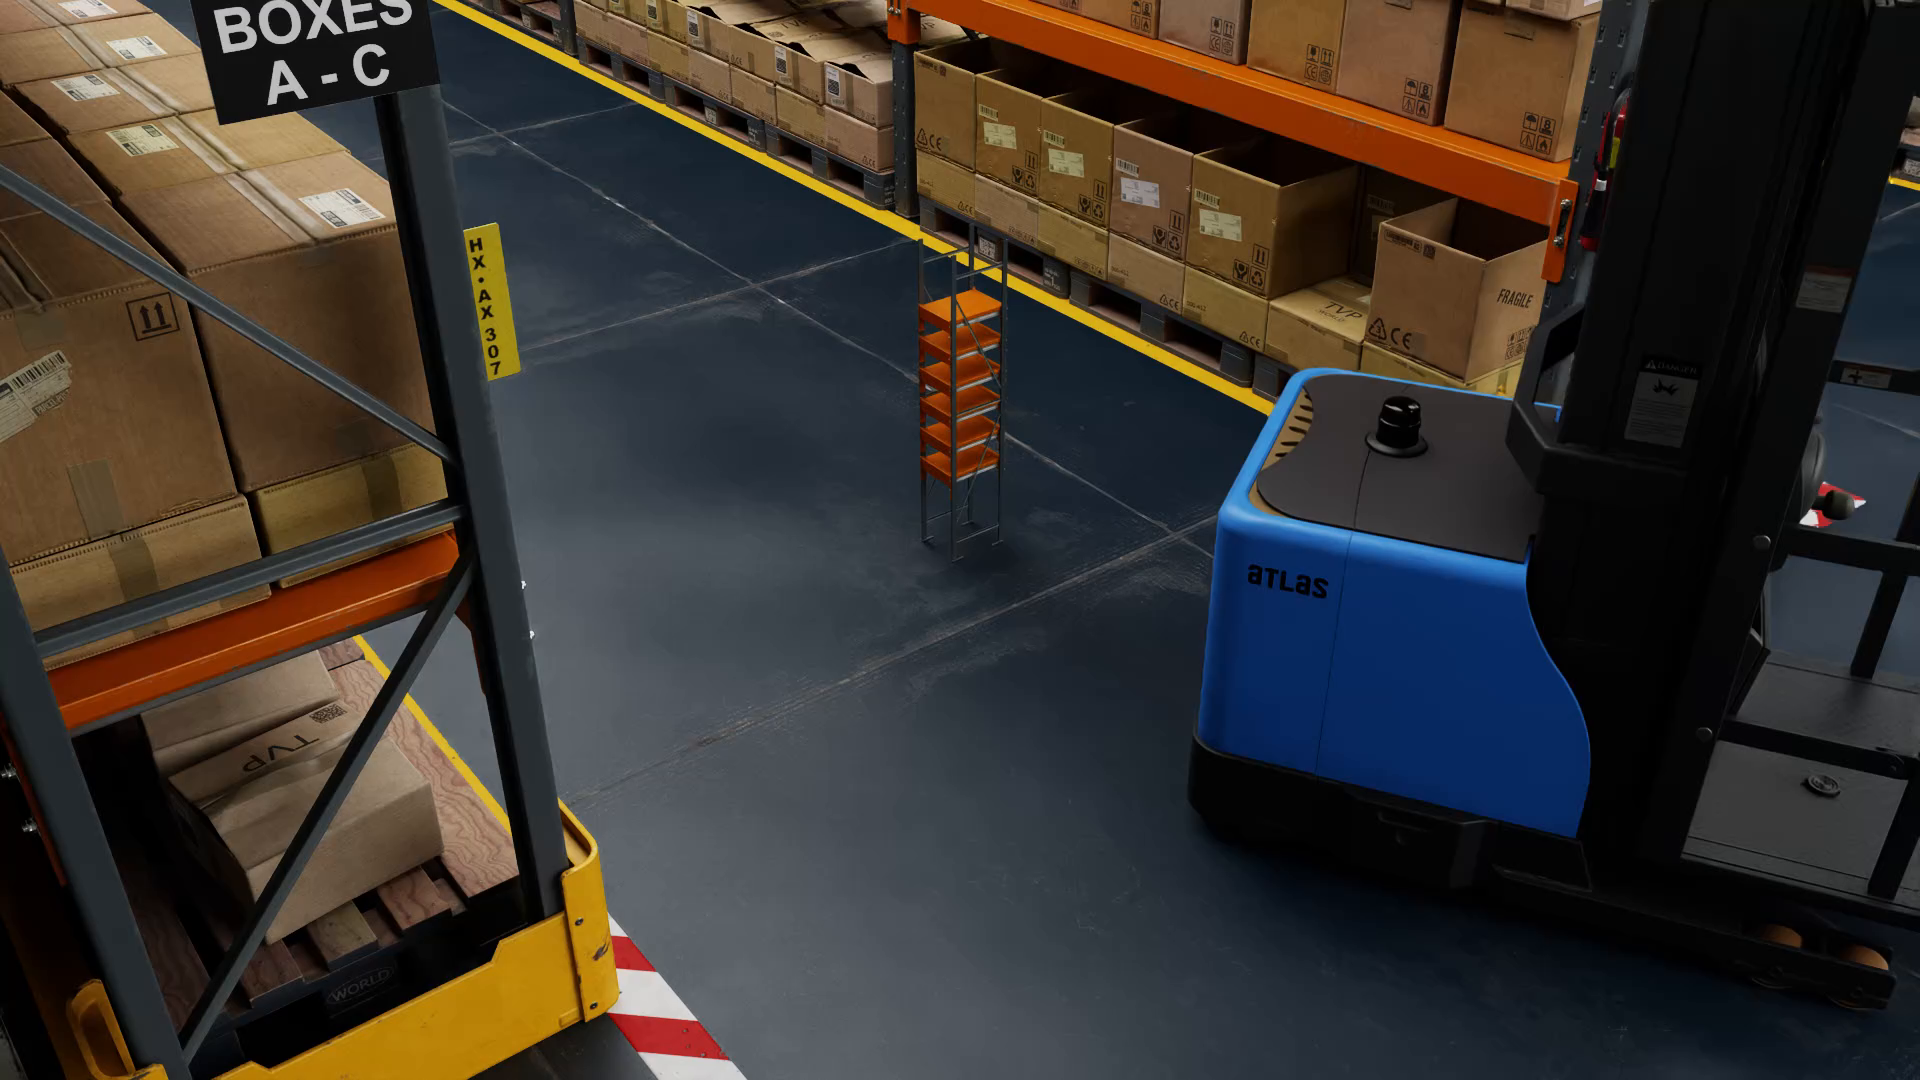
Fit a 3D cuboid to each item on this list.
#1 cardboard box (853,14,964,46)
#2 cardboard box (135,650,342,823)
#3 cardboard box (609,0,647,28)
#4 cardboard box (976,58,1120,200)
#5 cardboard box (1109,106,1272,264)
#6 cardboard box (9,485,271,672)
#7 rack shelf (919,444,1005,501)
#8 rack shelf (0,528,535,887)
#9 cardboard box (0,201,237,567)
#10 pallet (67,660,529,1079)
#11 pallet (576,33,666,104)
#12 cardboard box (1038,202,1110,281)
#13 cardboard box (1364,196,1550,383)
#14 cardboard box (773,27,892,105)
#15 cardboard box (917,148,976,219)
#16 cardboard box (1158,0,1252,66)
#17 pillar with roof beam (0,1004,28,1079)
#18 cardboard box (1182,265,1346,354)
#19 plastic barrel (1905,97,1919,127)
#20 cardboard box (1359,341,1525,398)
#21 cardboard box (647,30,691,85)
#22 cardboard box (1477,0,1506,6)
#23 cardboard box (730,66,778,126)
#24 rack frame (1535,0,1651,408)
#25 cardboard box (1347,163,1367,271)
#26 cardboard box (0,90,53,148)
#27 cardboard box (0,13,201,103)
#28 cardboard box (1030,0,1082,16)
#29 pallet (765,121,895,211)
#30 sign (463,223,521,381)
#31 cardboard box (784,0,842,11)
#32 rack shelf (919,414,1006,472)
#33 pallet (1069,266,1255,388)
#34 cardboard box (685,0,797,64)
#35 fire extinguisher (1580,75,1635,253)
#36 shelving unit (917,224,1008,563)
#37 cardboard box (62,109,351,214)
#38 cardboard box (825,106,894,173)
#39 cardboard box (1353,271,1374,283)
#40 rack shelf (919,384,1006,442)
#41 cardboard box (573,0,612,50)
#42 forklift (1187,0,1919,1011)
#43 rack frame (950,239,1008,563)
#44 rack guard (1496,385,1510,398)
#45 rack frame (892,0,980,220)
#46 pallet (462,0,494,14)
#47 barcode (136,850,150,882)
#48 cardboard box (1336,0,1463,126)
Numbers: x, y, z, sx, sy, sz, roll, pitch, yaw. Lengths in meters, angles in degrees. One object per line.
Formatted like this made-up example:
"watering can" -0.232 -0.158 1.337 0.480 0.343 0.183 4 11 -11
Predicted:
"cardboard box" -0.284 -2.913 9.774 0.500 0.311 0.500 -23 38 -32
"cardboard box" -2.085 0.470 4.781 0.500 0.311 0.500 -19 37 -28
"cardboard box" -1.960 -3.588 10.860 0.500 0.311 0.500 -23 39 -33
"cardboard box" 0.425 -2.030 8.173 0.500 0.500 0.500 -22 38 -31
"cardboard box" 1.034 -1.611 7.499 0.500 0.500 0.500 -22 38 -31
"cardboard box" -1.822 -0.007 3.541 0.500 0.250 0.500 -22 38 -31
"rack shelf" 0.009 -0.262 6.074 0.258 0.103 0.180 -22 38 -31
"rack shelf" -2.609 -0.458 4.826 1.077 0.370 4.000 -22 38 -31
"cardboard box" -1.840 -0.321 3.336 0.500 0.500 0.500 -23 38 -32
"pallet" -1.899 0.873 4.645 1.003 0.211 1.213 -22 38 -31
"pallet" -1.904 -3.328 11.409 1.003 0.211 1.213 -22 38 -31
"cardboard box" 0.725 -1.500 8.031 0.500 0.250 0.500 -22 38 -31
"cardboard box" 1.964 -0.990 6.499 0.500 0.500 0.500 -22 38 -31
"cardboard box" -0.724 -2.741 9.496 0.500 0.311 0.500 -21 38 -30
"cardboard box" 0.120 -1.920 8.707 0.500 0.250 0.500 -22 38 -31
"cardboard box" 1.300 -2.420 7.208 0.700 0.500 0.500 -21 38 -30
"pillar with roof beam" 0.905 -3.883 3.973 9.100 9.000 0.400 -22 38 -31
"cardboard box" 1.342 -1.085 7.362 0.500 0.250 0.500 -22 38 -31
"plastic barrel" 5.672 -2.715 9.739 0.421 0.512 0.421 0 32 0
"cardboard box" 1.966 -0.673 6.698 0.500 0.250 0.500 -22 38 -31
"cardboard box" -1.656 -3.142 10.673 0.500 0.250 0.500 -23 39 -33
"cardboard box" 1.982 -2.059 6.012 0.380 0.149 0.250 -21 38 -30
"cardboard box" -1.031 -2.715 9.987 0.500 0.250 0.500 -21 38 -30
"rack frame" 2.528 -1.534 5.877 1.000 3.000 0.127 -22 38 -31
"cardboard box" 1.750 -1.571 7.433 0.500 0.500 0.500 -22 38 -31
"cardboard box" -2.461 -0.748 4.024 0.500 0.500 0.500 -23 39 -33
"cardboard box" -2.371 -1.128 4.635 0.500 0.500 0.500 -21 38 -30
"cardboard box" 0.681 -2.843 7.890 0.700 0.500 0.500 -23 38 -32
"pallet" -0.407 -2.311 9.771 1.003 0.211 1.213 -22 38 -31
"sign" -0.954 -0.473 3.349 0.100 0.325 0.005 -22 38 -31
"cardboard box" -0.925 -3.343 10.466 0.500 0.311 0.500 -21 38 -30
"rack shelf" 0.009 -0.364 6.010 0.258 0.103 0.180 -22 38 -31
"pallet" 1.282 -1.163 7.923 1.003 0.211 1.213 -22 38 -31
"cardboard box" -1.333 -3.160 10.172 0.500 0.311 0.500 -23 38 -32
"fire extinguisher" 2.234 -1.302 5.577 0.296 0.674 0.183 -22 38 -31
"shelving unit" 0.009 -0.504 5.924 0.258 1.200 0.189 -22 38 -31
"cardboard box" -1.733 -0.699 3.945 0.500 0.500 0.500 -22 38 -31
"cardboard box" -0.408 -2.291 9.303 0.500 0.250 0.500 -23 38 -32
"cardboard box" 2.065 -1.047 7.301 0.500 0.250 0.500 -22 38 -31
"rack shelf" 0.009 -0.466 5.947 0.258 0.103 0.180 -22 38 -31
"cardboard box" -2.288 -3.566 11.356 0.500 0.250 0.500 -22 38 -32
"forklift" 2.237 -0.351 4.037 3.031 2.935 1.130 12 34 19
"rack frame" 0.065 -0.466 5.862 0.240 1.200 0.006 -22 38 -31
"rack guard" 2.543 -0.462 6.521 1.175 0.500 0.348 -22 38 -31
"rack frame" 0.075 -3.201 8.562 1.000 3.000 0.127 -22 38 -31
"pallet" -3.550 -4.515 13.320 1.003 0.211 1.213 -22 38 -31
"barcode" -2.063 0.826 4.200 0.001 0.075 0.075 -22 38 -31
"cardboard box" 1.926 -1.993 6.521 0.700 0.500 0.500 -21 38 -30
